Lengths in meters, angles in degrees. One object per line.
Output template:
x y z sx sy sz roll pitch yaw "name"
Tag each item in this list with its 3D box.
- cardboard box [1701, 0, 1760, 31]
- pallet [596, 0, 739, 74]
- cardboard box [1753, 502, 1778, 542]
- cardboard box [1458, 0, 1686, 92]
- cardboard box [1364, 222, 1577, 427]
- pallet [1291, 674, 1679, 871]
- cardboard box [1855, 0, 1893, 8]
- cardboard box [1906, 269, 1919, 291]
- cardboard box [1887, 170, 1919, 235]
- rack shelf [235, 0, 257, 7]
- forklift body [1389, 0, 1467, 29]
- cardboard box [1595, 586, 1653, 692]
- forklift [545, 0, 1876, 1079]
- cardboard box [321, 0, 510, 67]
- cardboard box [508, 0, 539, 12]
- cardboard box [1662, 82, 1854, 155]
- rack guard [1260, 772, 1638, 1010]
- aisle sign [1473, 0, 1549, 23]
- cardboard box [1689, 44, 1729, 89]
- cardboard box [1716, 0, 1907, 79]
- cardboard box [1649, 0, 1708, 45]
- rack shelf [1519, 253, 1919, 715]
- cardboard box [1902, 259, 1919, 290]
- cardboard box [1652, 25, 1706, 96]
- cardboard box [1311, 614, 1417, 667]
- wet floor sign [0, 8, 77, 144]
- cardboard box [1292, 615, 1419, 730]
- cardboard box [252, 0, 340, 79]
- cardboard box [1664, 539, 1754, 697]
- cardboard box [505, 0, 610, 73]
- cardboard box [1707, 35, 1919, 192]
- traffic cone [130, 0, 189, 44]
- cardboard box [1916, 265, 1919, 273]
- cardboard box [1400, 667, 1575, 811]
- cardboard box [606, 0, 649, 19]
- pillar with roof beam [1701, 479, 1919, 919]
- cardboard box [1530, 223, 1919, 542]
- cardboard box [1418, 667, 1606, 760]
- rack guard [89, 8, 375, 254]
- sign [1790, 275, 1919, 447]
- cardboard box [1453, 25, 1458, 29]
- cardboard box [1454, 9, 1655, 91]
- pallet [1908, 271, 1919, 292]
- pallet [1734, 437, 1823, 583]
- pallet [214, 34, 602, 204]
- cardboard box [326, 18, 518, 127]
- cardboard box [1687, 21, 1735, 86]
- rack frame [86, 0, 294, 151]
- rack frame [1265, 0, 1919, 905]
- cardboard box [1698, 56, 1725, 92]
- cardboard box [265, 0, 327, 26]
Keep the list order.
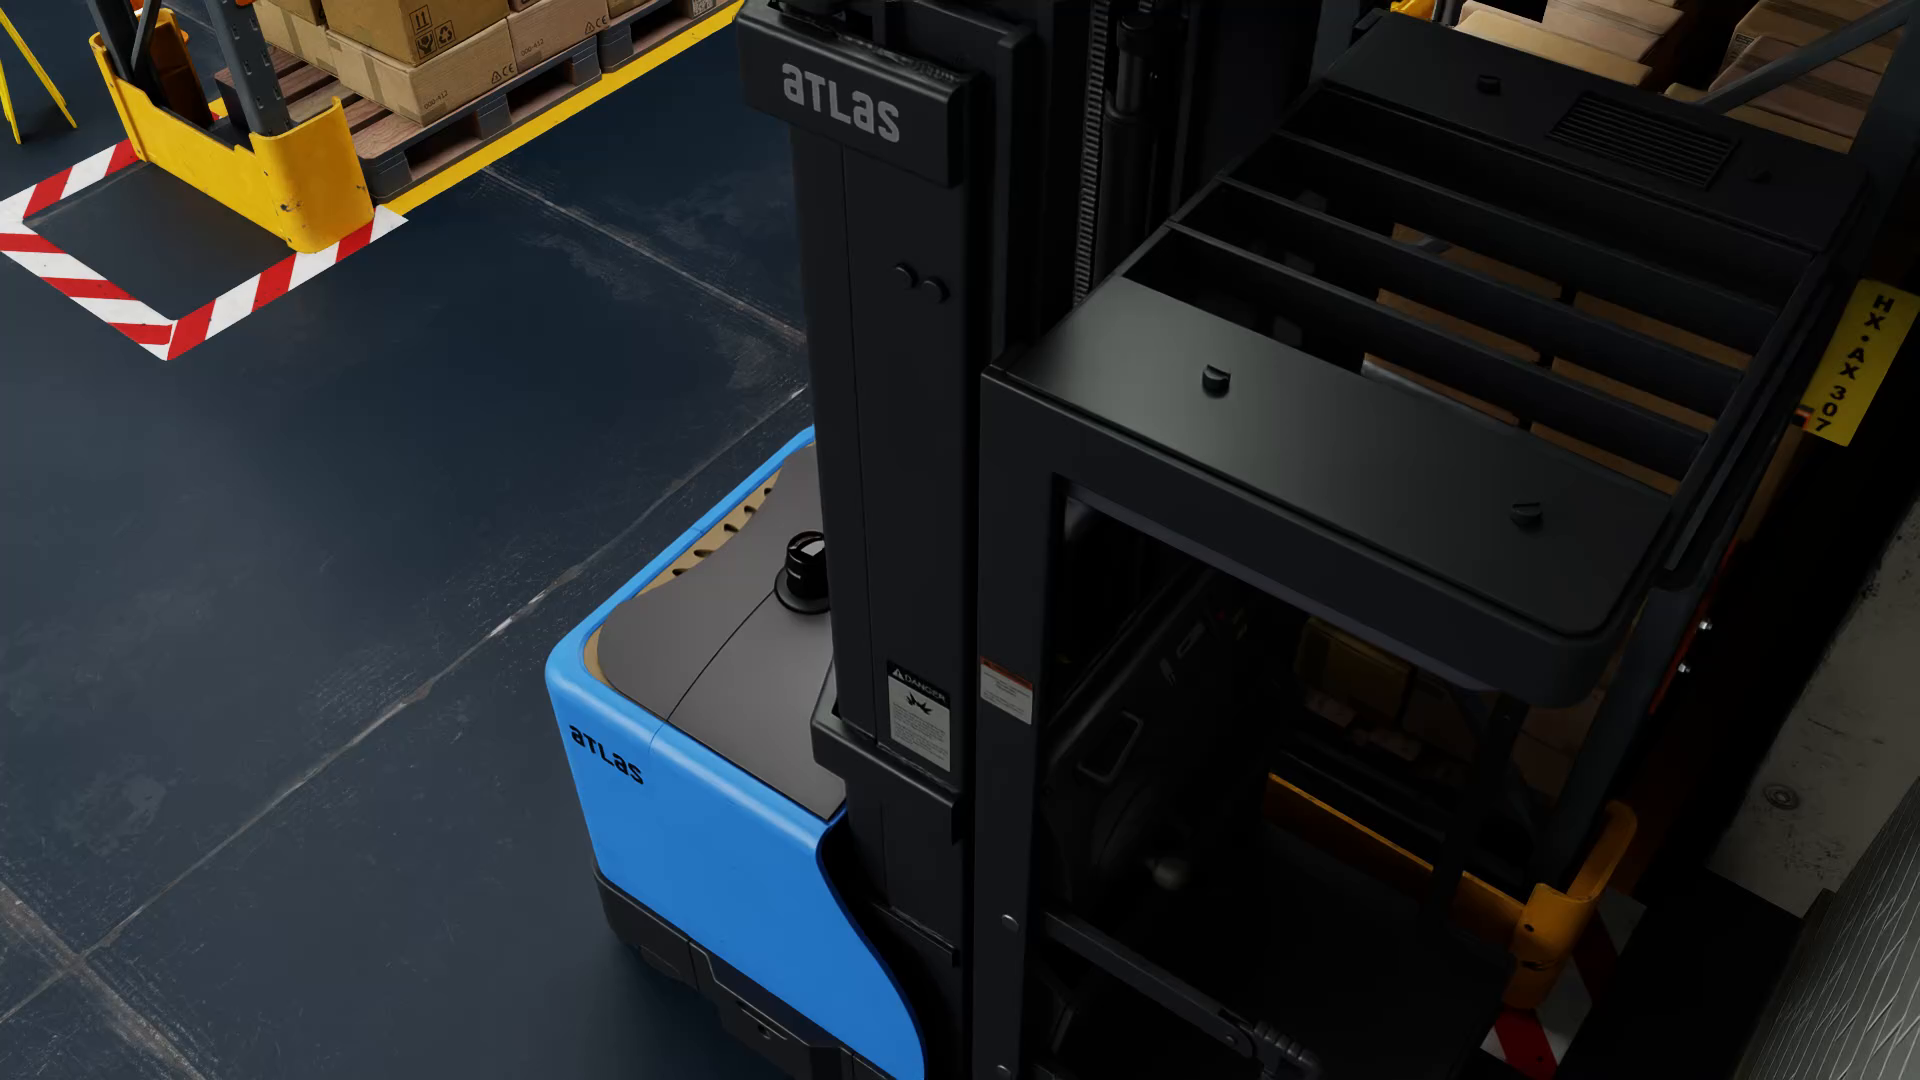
1.602 -1.305 3.699 0.380 0.149 0.250 30 53 25 "cardboard box"
-1.539 -2.636 7.622 1.003 0.211 1.213 29 53 25 "pallet"
2.160 -0.182 4.960 0.500 0.250 0.500 29 53 25 "cardboard box"
1.252 -1.034 3.440 0.380 0.149 0.250 29 53 25 "cardboard box"
1.167 -0.652 3.729 0.500 0.500 0.500 28 52 24 "cardboard box"
1.508 0.288 4.829 1.003 0.211 1.213 29 53 25 "pallet"
1.948 -1.106 3.508 0.380 0.149 0.250 29 53 25 "cardboard box"
3.080 -1.043 5.783 0.500 0.250 0.500 29 53 25 "cardboard box"
1.898 -0.723 3.797 0.500 0.500 0.500 31 54 26 "cardboard box"
-1.633 -3.308 6.833 1.077 0.370 4.000 29 53 25 "rack shelf"
0.790 -1.818 5.499 2.313 2.155 1.214 29 53 25 "forklift body"
1.518 0.049 4.049 0.500 0.250 0.500 28 53 24 "cardboard box"
0.590 0.318 2.919 3.031 2.935 1.130 27 52 24 "forklift"
-2.130 -2.219 6.388 0.500 0.500 0.500 28 52 24 "cardboard box"
-1.814 -2.520 6.676 0.500 0.500 0.500 27 52 24 "cardboard box"
1.448 -0.679 3.100 0.380 0.149 0.250 28 53 24 "cardboard box"
1.059 0.658 4.276 1.175 0.500 0.348 29 53 25 "rack guard"
0.801 -1.210 2.533 0.394 0.787 0.004 29 53 25 "aisle sign"
1.492 -0.944 4.009 0.500 0.500 0.500 31 54 26 "cardboard box"
1.785 -0.971 3.379 0.380 0.149 0.250 30 53 26 "cardboard box"
1.391 -1.195 3.594 0.380 0.149 0.250 30 53 26 "cardboard box"
2.297 -1.115 4.739 1.077 0.370 4.000 29 53 25 "rack shelf"
2.772 -0.917 5.317 0.500 0.250 0.500 29 53 25 "cardboard box"
1.404 -1.081 3.691 0.380 0.149 0.250 30 53 26 "cardboard box"
1.124 -0.004 4.445 0.500 0.250 0.500 29 53 25 "cardboard box"
-3.819 -1.963 6.679 0.232 0.644 0.267 -25 51 -22 "wet floor sign"
1.111 0.177 4.618 0.500 0.250 0.500 30 53 25 "cardboard box"
-2.560 -2.202 6.890 0.500 0.250 0.500 29 53 25 "cardboard box"
1.859 0.114 4.678 0.500 0.250 0.500 30 53 25 "cardboard box"
-1.826 -2.235 6.922 0.500 0.250 0.500 31 54 26 "cardboard box"
1.661 -0.803 3.219 0.380 0.149 0.250 31 54 26 "cardboard box"
-3.614 -2.352 7.177 0.336 0.463 0.334 29 53 25 "traffic cone"
3.085 -1.204 5.592 0.500 0.250 0.500 30 53 26 "cardboard box"
1.529 0.391 4.414 0.500 0.250 0.500 29 53 25 "cardboard box"
-1.502 -2.553 7.225 0.500 0.250 0.500 33 54 27 "cardboard box"
-1.194 -4.195 3.034 9.100 9.000 0.400 29 53 25 "pillar with roof beam"
1.597 -0.415 3.503 0.500 0.500 0.500 31 54 26 "cardboard box"
1.526 0.235 4.216 0.500 0.250 0.500 30 53 26 "cardboard box"
-2.810 -1.592 6.425 1.175 0.500 0.348 29 53 25 "rack guard"
1.510 -0.297 2.806 0.100 0.325 0.005 29 53 25 "sign"
1.197 -0.960 3.575 0.380 0.149 0.250 30 53 26 "cardboard box"
1.126 -0.879 3.292 0.380 0.149 0.250 29 53 25 "cardboard box"
3.000 -1.109 6.163 1.003 0.211 1.213 29 53 25 "pallet"
2.255 -0.407 5.493 1.003 0.211 1.213 29 53 25 "pallet"
-2.285 -1.941 6.958 1.003 0.211 1.213 29 53 25 "pallet"
-2.144 -1.946 6.646 0.500 0.250 0.500 29 53 25 "cardboard box"
1.565 -1.218 3.821 0.380 0.149 0.250 29 53 25 "cardboard box"
-2.856 -2.412 5.479 1.000 3.000 0.127 29 53 25 "rack frame"
1.074 -0.219 3.385 1.000 3.000 0.127 29 53 25 "rack frame"
1.748 -0.869 3.488 0.380 0.149 0.250 28 53 24 "cardboard box"
-2.573 -2.440 6.599 0.500 0.500 0.500 30 53 25 "cardboard box"
